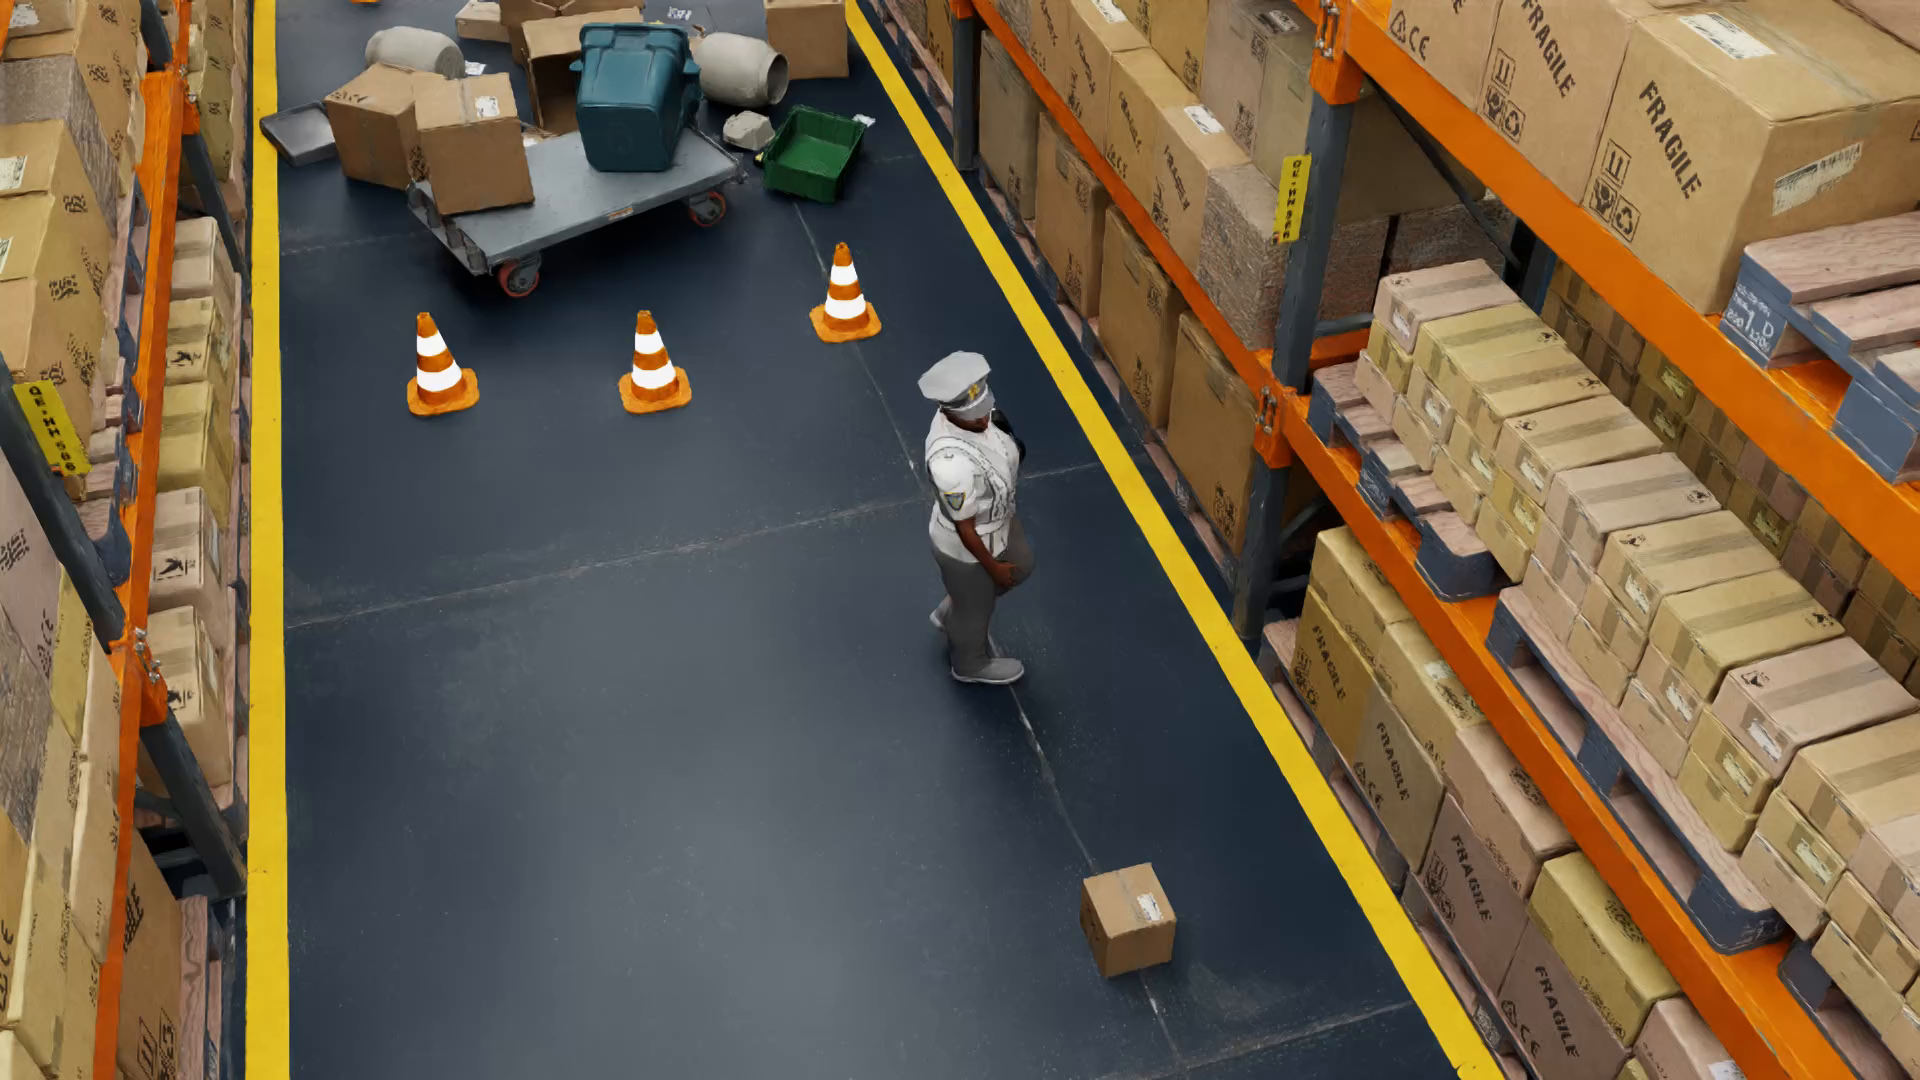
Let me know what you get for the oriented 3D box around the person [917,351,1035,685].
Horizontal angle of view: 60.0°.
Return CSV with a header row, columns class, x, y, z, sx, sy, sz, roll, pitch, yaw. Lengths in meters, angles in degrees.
class,x,y,z,sx,sy,sz,roll,pitch,yaw
person,0.061,-0.049,6.197,0.410,1.664,0.570,8,43,8
